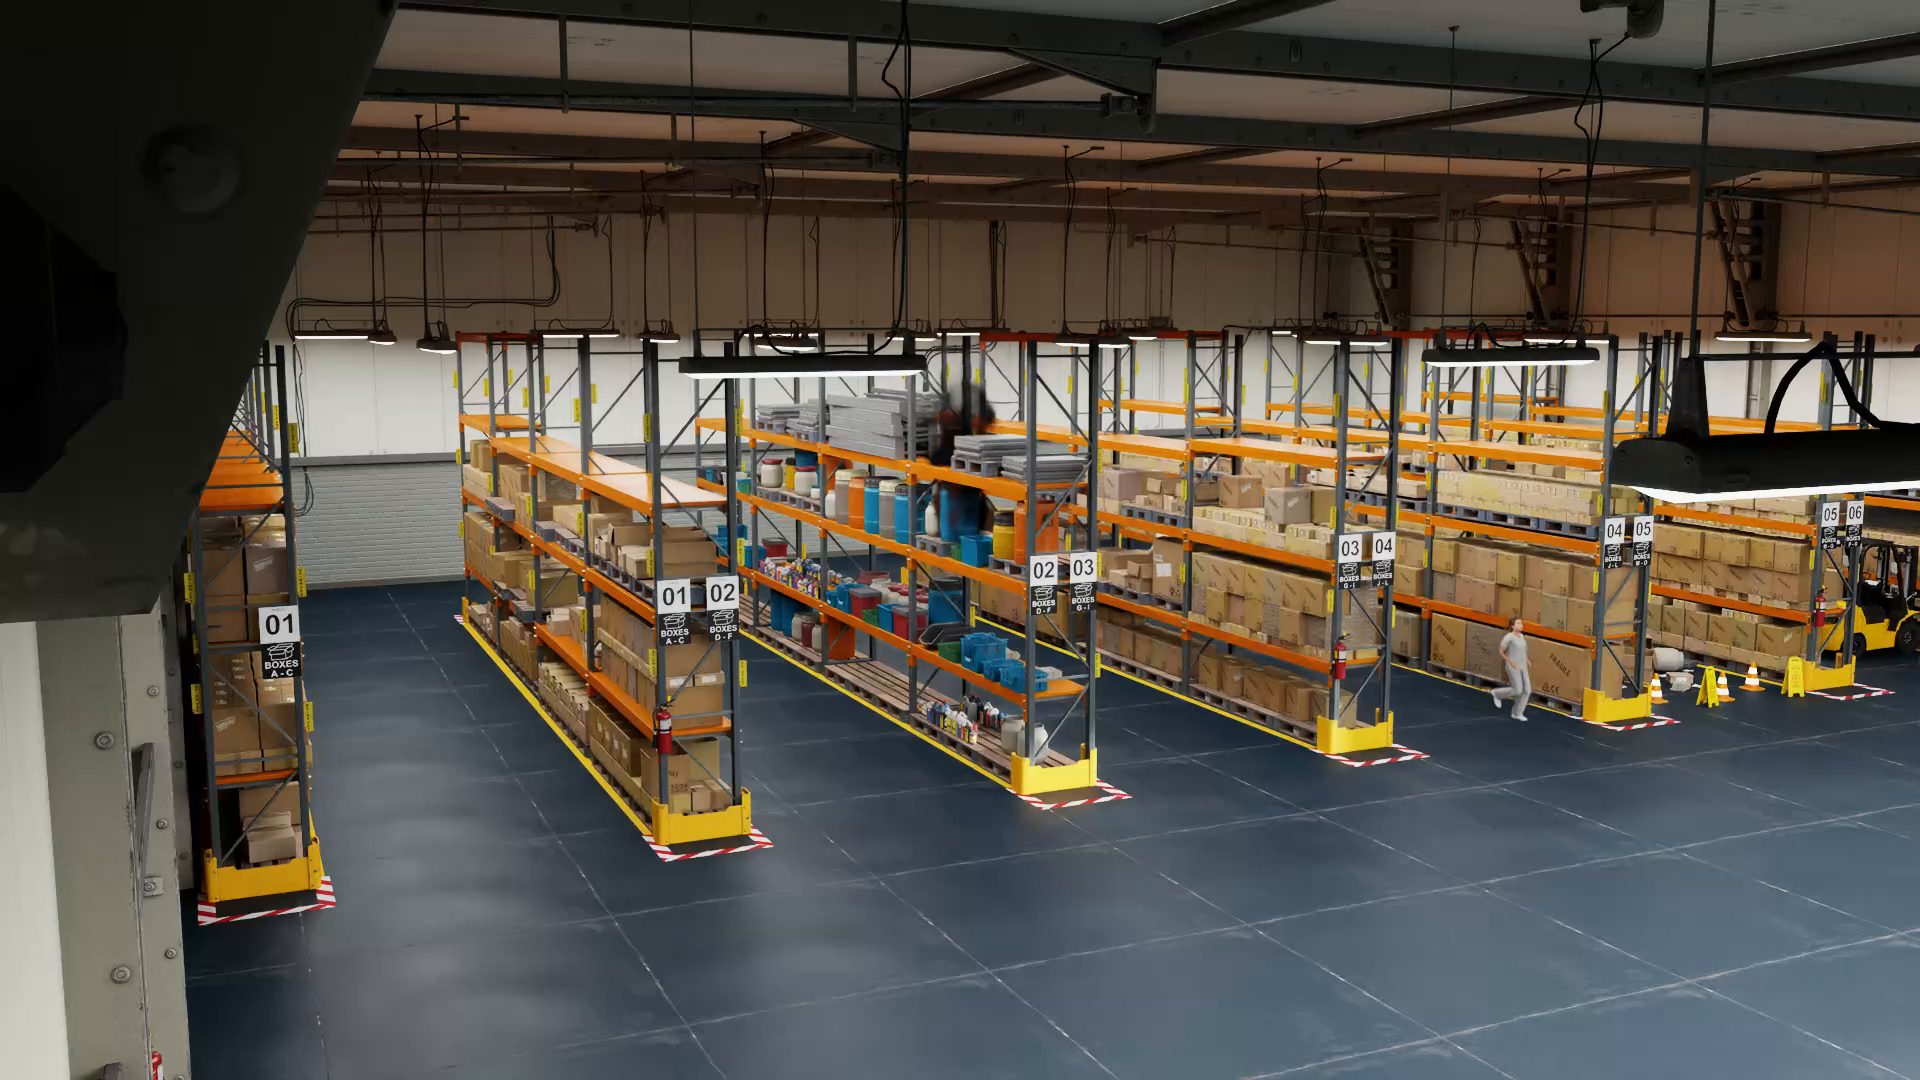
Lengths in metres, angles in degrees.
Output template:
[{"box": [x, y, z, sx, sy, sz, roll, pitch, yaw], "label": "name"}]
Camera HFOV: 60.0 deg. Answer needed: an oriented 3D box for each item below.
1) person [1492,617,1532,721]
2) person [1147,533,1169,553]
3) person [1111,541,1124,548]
[{"box": [8.744, 2.013, 26.218, 0.557, 1.606, 0.646, -5, 9, -31], "label": "person"}, {"box": [4.309, 0.706, 35.280, 0.625, 1.831, 0.758, -4, 9, -25], "label": "person"}, {"box": [3.334, 0.870, 34.425, 0.557, 1.704, 0.637, -5, 9, -30], "label": "person"}]
